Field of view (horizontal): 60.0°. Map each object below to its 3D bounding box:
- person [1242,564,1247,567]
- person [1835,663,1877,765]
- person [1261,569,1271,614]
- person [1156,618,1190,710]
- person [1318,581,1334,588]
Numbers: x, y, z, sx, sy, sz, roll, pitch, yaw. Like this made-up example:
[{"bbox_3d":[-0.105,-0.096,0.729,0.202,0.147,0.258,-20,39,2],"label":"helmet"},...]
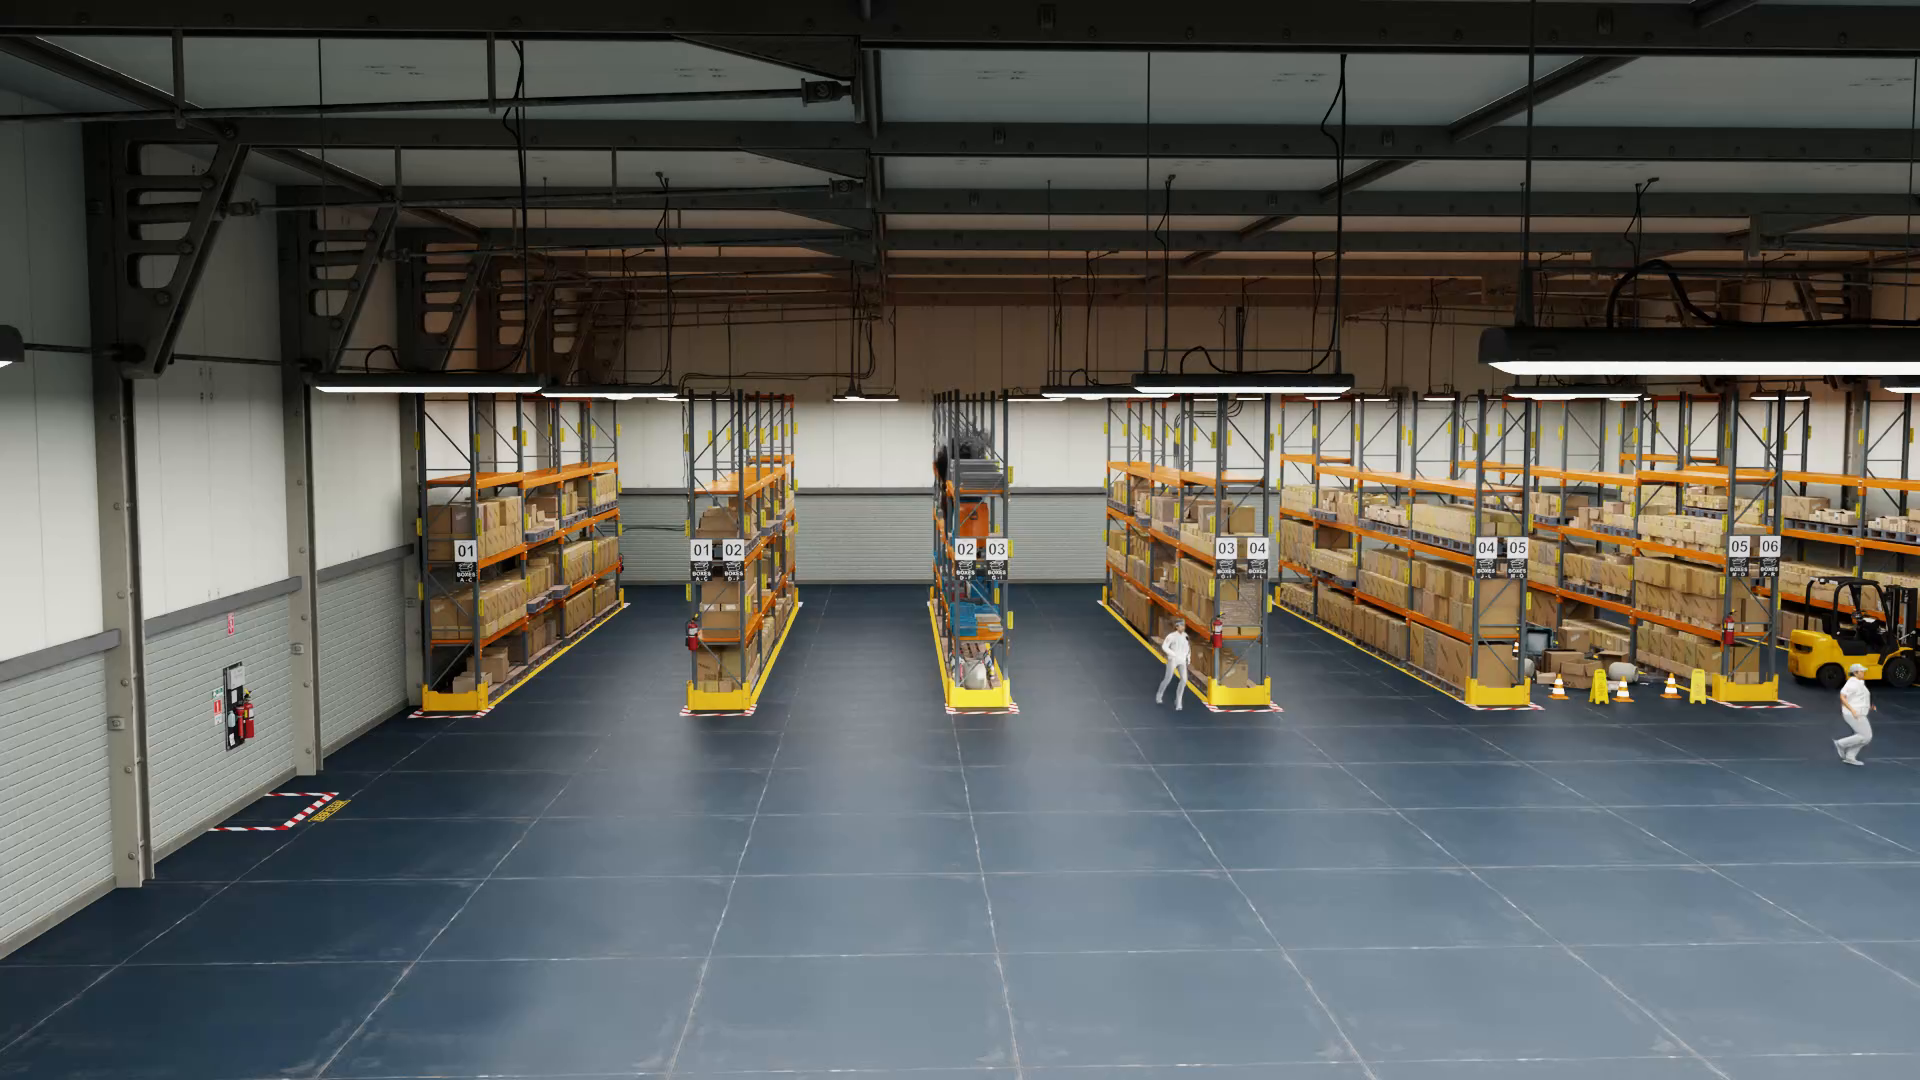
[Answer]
[{"bbox_3d":[8.486,0.918,48.797,1.111,1.646,0.746,-1,5,-11],"label":"person"},{"bbox_3d":[14.236,2.768,26.400,0.546,1.624,0.611,4,6,38],"label":"person"},{"bbox_3d":[8.120,1.242,44.898,0.588,1.635,0.527,-1,5,-7],"label":"person"},{"bbox_3d":[4.116,2.330,31.506,0.680,1.715,0.738,-2,5,-21],"label":"person"},{"bbox_3d":[10.581,0.883,48.633,0.768,1.801,0.865,-3,6,-36],"label":"person"}]
